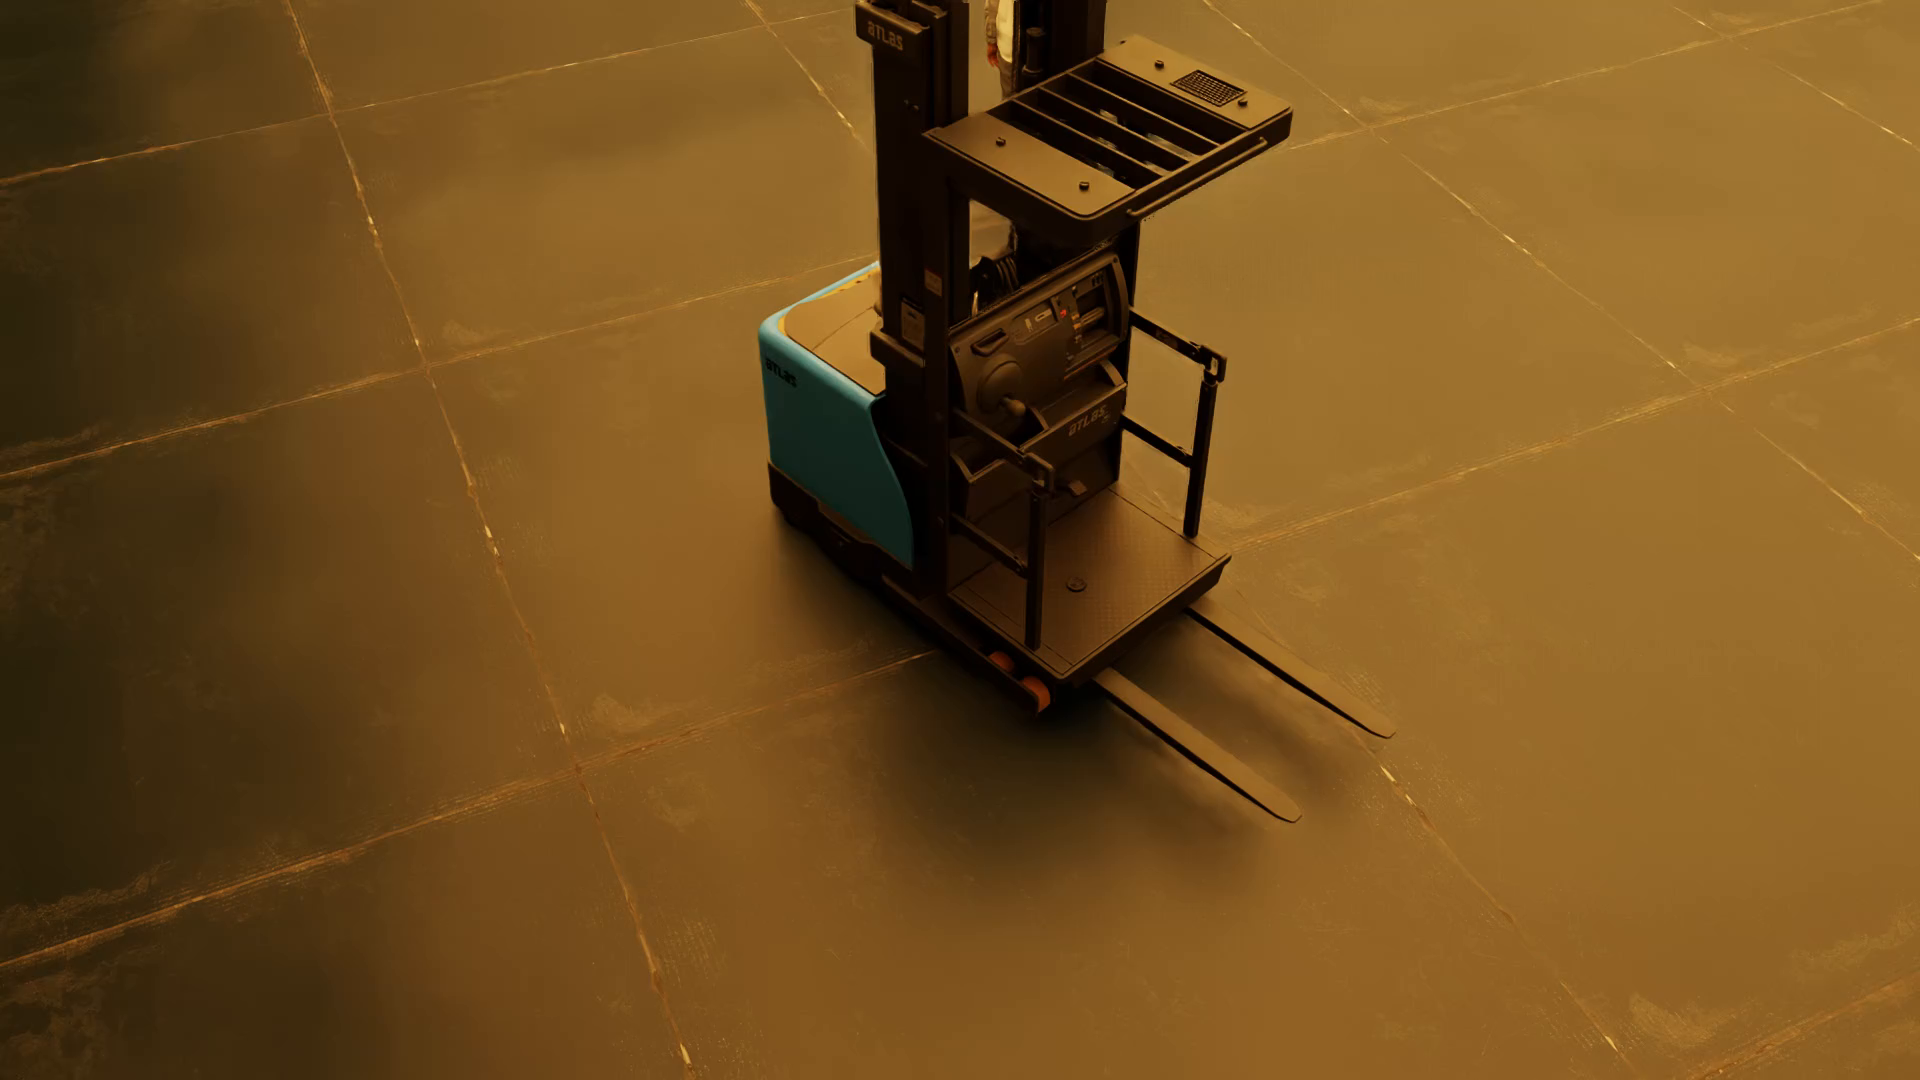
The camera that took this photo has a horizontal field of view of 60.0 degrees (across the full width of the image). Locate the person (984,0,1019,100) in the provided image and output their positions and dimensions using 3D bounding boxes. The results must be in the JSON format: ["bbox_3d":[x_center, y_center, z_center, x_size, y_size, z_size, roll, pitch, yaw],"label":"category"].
[{"bbox_3d":[0.435,-2.861,9.598,0.588,1.770,0.464,4,43,4],"label":"person"}]

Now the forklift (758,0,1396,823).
[{"bbox_3d":[0.472,-0.735,6.467,1.130,2.935,3.031,-33,52,-30],"label":"forklift"}]
